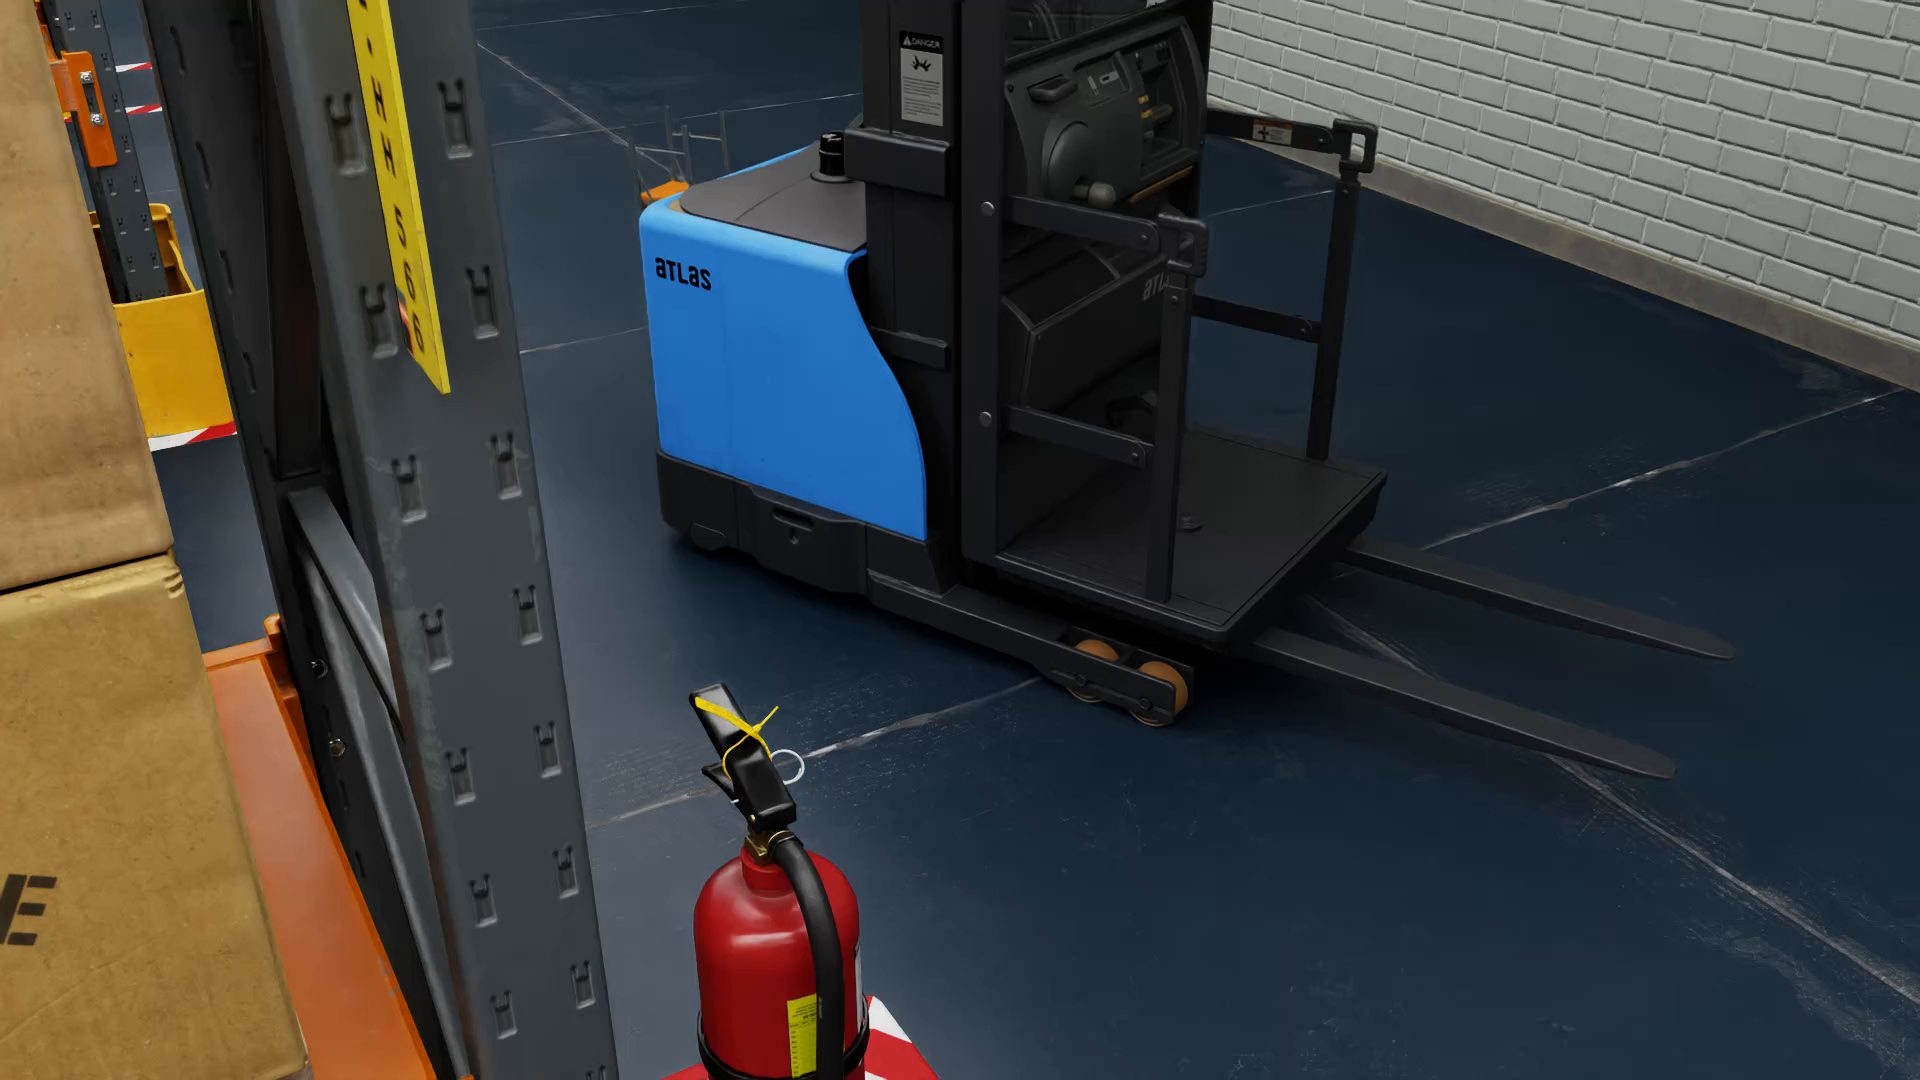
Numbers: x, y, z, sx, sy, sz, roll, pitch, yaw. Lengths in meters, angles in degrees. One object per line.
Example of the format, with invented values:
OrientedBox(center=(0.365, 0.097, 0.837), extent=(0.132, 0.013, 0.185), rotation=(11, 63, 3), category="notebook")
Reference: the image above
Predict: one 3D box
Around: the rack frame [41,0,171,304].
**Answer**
OrientedBox(center=(-3.064, -1.943, 5.666), extent=(0.127, 3.000, 1.000), rotation=(-16, 33, -26), category="rack frame")

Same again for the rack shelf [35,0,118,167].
OrientedBox(center=(-4.789, -1.138, 4.953), extent=(4.000, 0.370, 1.077), rotation=(-16, 33, -26), category="rack shelf")

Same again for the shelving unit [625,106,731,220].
OrientedBox(center=(-0.855, -0.777, 5.405), extent=(0.258, 1.200, 0.189), rotation=(13, 31, 28), category="shelving unit")

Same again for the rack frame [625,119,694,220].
OrientedBox(center=(-0.901, -0.739, 5.335), extent=(0.240, 1.200, 0.006), rotation=(13, 31, 28), category="rack frame")

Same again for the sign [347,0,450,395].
OrientedBox(center=(-0.375, -0.261, 1.093), extent=(0.005, 0.325, 0.100), rotation=(-16, 33, -26), category="sign")

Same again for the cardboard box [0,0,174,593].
OrientedBox(center=(-0.907, -0.248, 1.149), extent=(0.500, 0.500, 0.500), rotation=(-17, 33, -27), category="cardboard box")

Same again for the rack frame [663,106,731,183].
OrientedBox(center=(-0.809, -0.815, 5.474), extent=(0.240, 1.200, 0.006), rotation=(13, 31, 28), category="rack frame")

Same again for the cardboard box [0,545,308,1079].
OrientedBox(center=(-0.896, 0.191, 1.388), extent=(0.500, 0.500, 0.500), rotation=(-15, 32, -25), category="cardboard box")

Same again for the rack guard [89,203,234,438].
OrientedBox(center=(-3.044, -0.854, 6.281), extent=(0.348, 0.500, 1.175), rotation=(-16, 33, -26), category="rack guard")

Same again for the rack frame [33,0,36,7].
OrientedBox(center=(-5.574, -4.006, 9.405), extent=(0.127, 3.000, 1.000), rotation=(-16, 33, -26), category="rack frame")

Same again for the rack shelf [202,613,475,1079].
OrientedBox(center=(-2.363, 0.953, 1.164), extent=(4.000, 0.370, 1.077), rotation=(-16, 33, -26), category="rack shelf")

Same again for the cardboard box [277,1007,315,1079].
OrientedBox(center=(-0.777, 0.456, 1.580), extent=(0.250, 0.149, 0.380), rotation=(-16, 33, -26), category="cardboard box")

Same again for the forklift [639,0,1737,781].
OrientedBox(center=(0.563, -1.087, 4.187), extent=(3.031, 2.935, 1.130), rotation=(18, 34, 30), category="forklift")

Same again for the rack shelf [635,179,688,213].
OrientedBox(center=(-0.867, -1.057, 5.259), extent=(0.258, 0.103, 0.180), rotation=(13, 31, 28), category="rack shelf")

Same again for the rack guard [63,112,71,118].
OrientedBox(center=(-5.559, -2.923, 10.029), extent=(0.348, 0.500, 1.175), rotation=(-16, 33, -26), category="rack guard")

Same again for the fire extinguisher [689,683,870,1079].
OrientedBox(center=(-0.188, 0.476, 1.749), extent=(0.183, 0.674, 0.296), rotation=(-16, 33, -26), category="fire extinguisher")
